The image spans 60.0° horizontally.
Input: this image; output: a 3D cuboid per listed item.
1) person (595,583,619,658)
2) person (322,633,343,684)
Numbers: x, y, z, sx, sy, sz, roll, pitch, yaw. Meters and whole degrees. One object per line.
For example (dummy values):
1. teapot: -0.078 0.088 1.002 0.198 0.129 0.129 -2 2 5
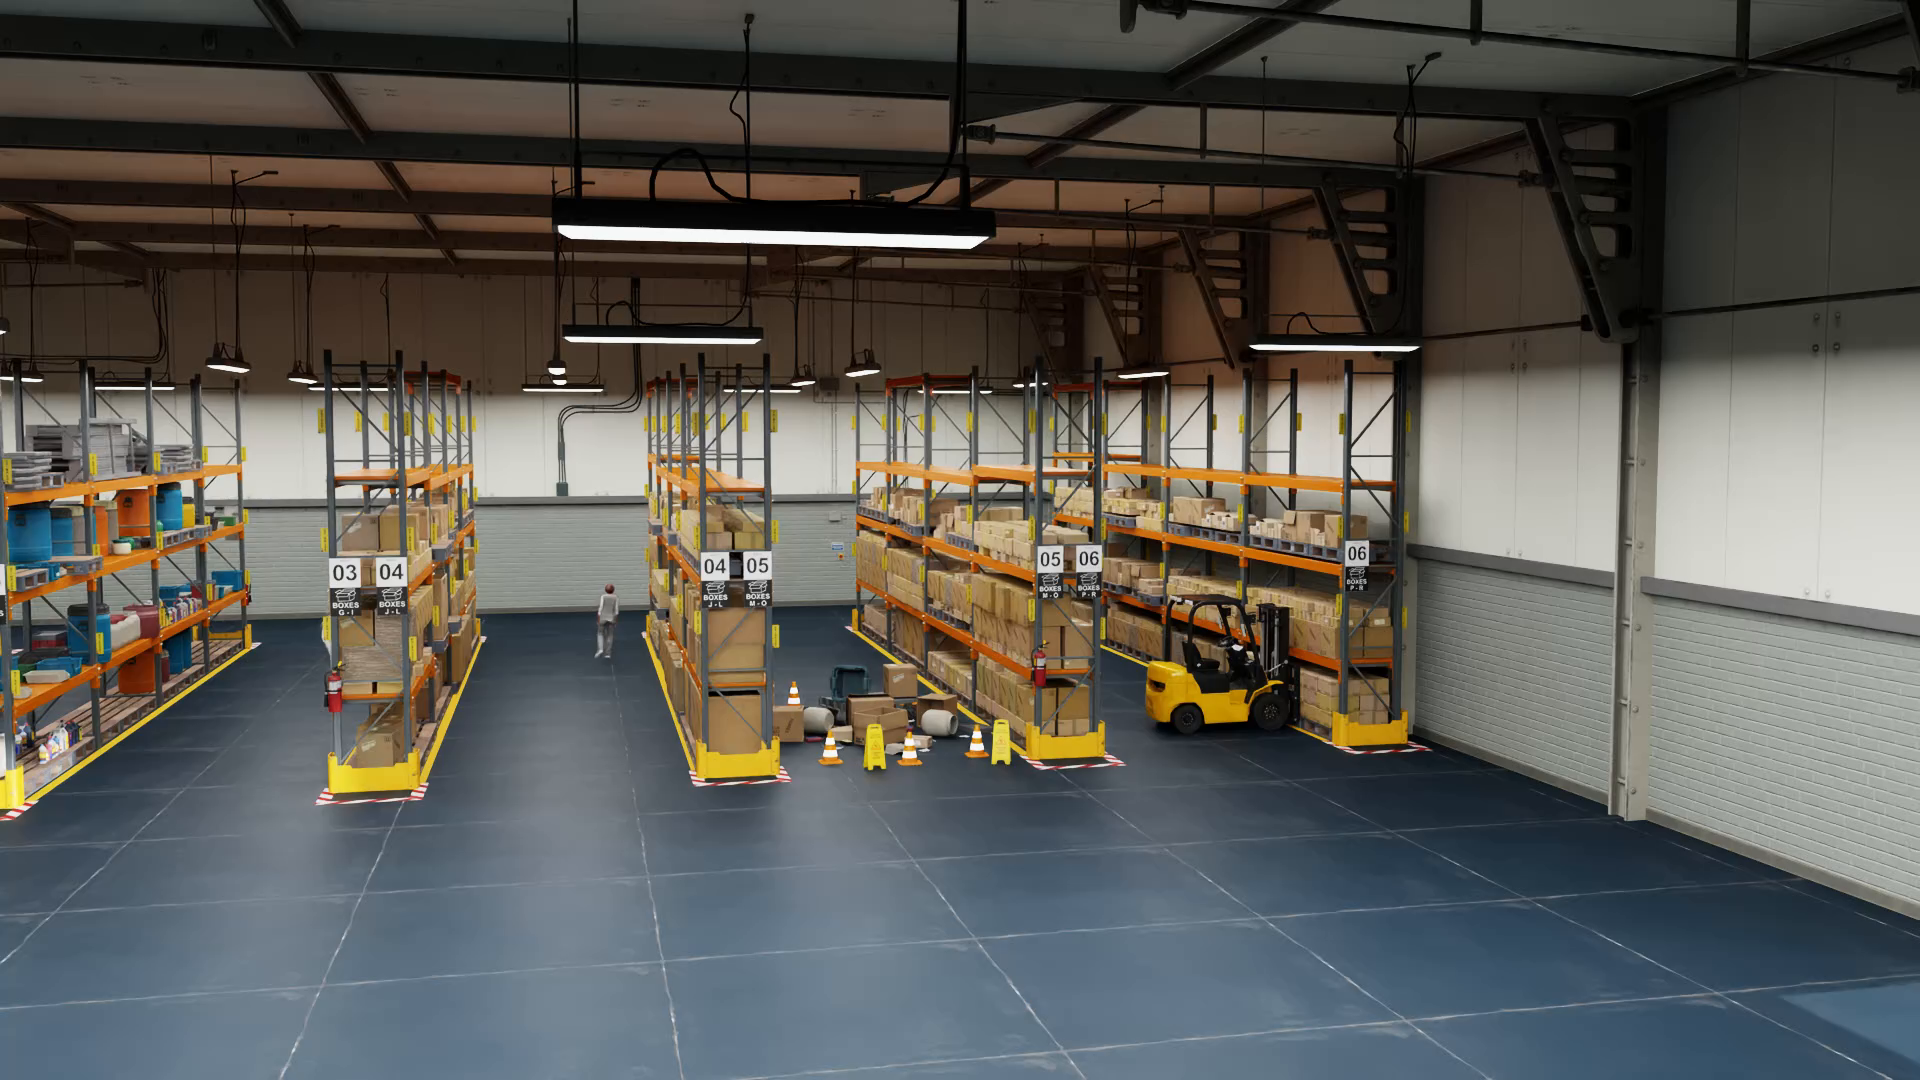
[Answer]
1. person: -7.532 1.727 35.465 0.511 1.602 0.357 -1 4 -11
2. person: -11.778 2.009 31.498 0.563 1.636 0.563 -1 4 -21
